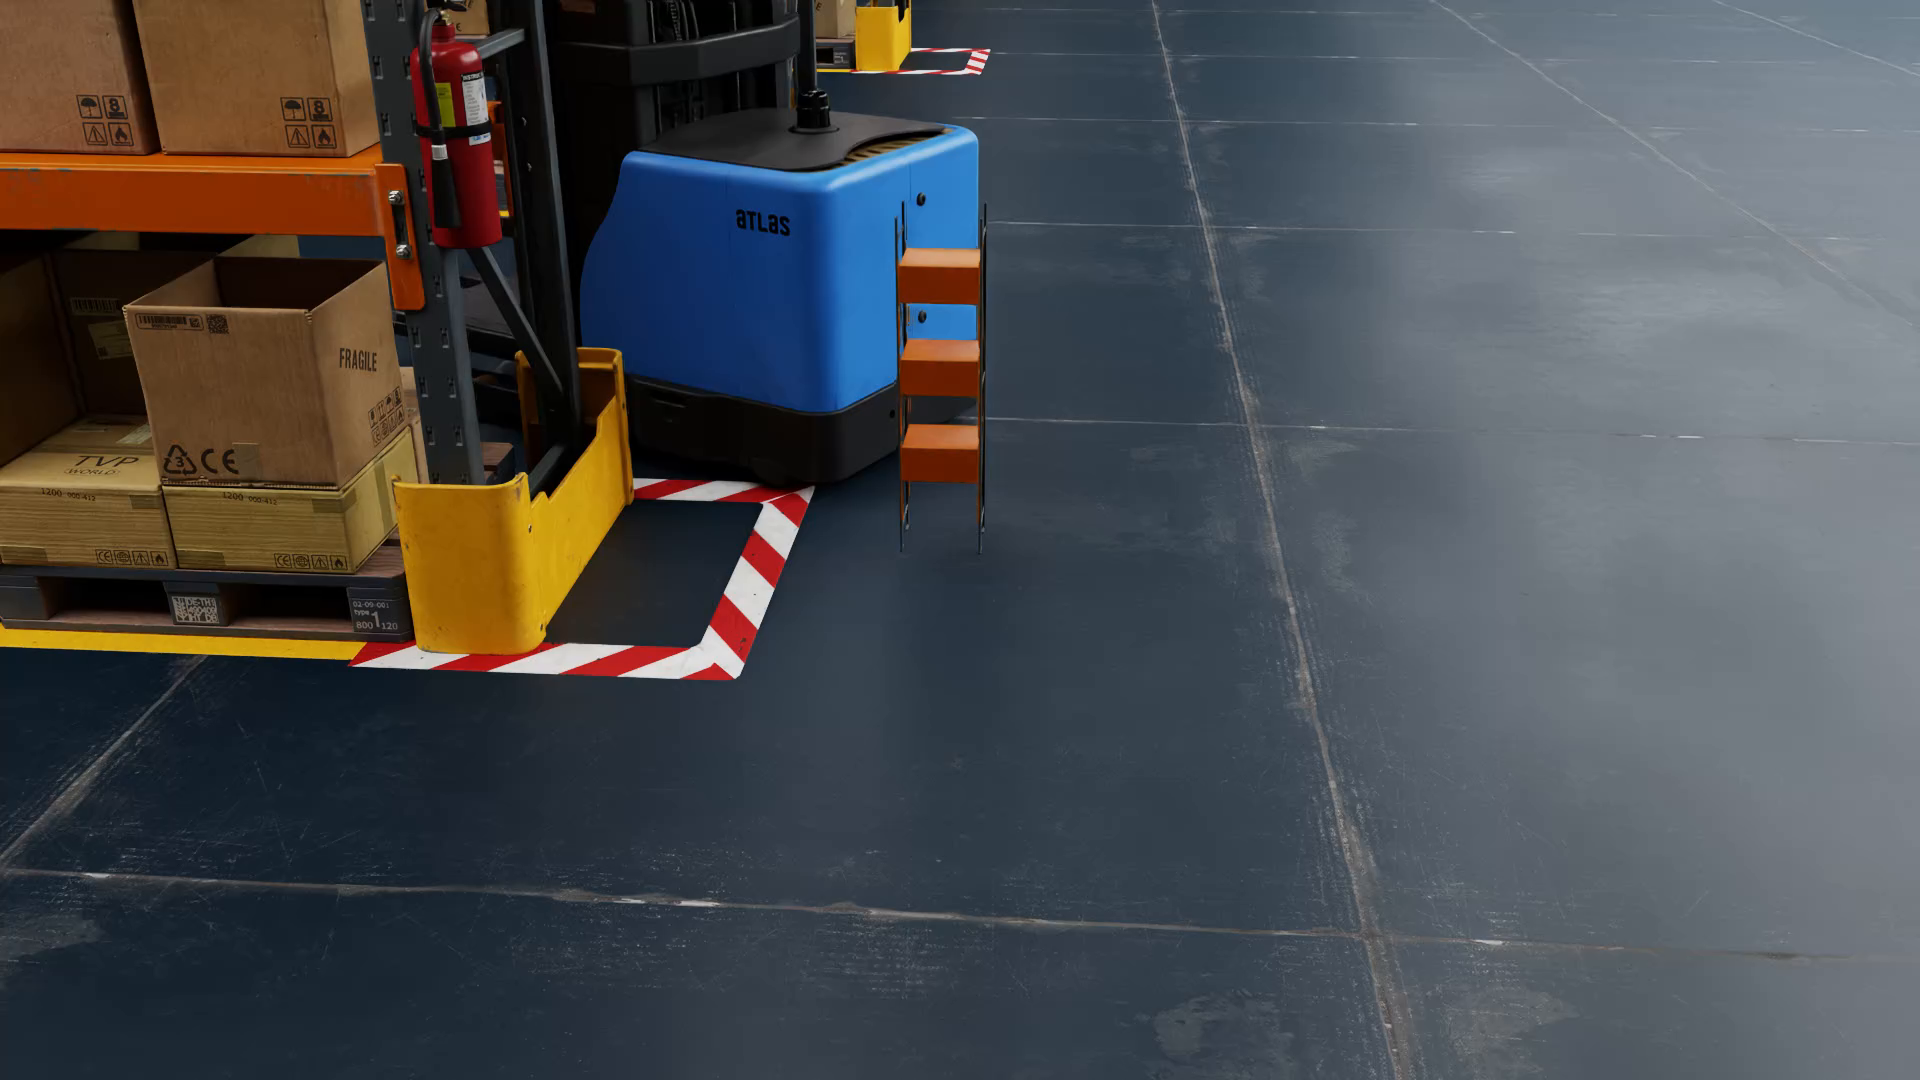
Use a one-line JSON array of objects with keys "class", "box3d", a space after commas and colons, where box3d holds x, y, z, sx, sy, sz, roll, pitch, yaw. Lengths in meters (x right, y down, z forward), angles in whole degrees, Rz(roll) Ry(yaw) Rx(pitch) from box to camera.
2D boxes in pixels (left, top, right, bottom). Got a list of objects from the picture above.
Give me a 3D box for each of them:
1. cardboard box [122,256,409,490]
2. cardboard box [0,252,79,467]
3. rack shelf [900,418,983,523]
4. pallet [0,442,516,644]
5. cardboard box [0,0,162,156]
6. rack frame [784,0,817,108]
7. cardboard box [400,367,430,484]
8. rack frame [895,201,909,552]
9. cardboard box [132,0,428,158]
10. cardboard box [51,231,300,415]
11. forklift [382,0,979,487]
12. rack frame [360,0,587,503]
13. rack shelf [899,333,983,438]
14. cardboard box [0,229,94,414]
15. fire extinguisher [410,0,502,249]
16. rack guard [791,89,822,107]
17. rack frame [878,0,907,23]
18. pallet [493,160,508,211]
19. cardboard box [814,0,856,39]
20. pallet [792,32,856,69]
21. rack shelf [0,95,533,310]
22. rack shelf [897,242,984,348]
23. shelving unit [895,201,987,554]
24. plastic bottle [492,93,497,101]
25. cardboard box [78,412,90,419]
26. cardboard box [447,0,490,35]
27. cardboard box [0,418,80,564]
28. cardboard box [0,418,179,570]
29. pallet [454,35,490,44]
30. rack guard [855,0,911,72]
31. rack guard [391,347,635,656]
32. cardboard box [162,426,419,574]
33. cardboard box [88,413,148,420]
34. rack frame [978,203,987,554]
[{"class": "cardboard box", "box3d": [-1.882, -0.469, 4.570, 0.500, 0.500, 0.500, 2, 25, 4]}, {"class": "cardboard box", "box3d": [-2.880, -0.494, 4.626, 0.500, 0.500, 0.500, 2, 25, 4]}, {"class": "rack shelf", "box3d": [-0.053, -0.217, 5.155, 0.240, 0.259, 0.215, 2, 25, 4]}, {"class": "pallet", "box3d": [-2.090, -0.033, 5.070, 1.213, 0.211, 1.003, 2, 25, 4]}, {"class": "cardboard box", "box3d": [-2.313, -1.374, 4.527, 0.500, 0.500, 0.700, 2, 25, 5]}, {"class": "rack frame", "box3d": [-0.941, -3.357, 8.958, 0.127, 3.000, 1.000, 2, 25, 4]}, {"class": "cardboard box", "box3d": [-1.842, -0.345, 5.198, 0.500, 0.250, 0.500, 2, 25, 4]}, {"class": "rack frame", "box3d": [-0.175, -0.483, 5.043, 0.008, 1.050, 0.200, 2, 25, 4]}, {"class": "cardboard box", "box3d": [-1.789, -1.359, 4.495, 0.500, 0.500, 0.700, 2, 25, 4]}, {"class": "cardboard box", "box3d": [-2.341, -0.701, 5.074, 0.500, 0.500, 0.500, 2, 25, 4]}, {"class": "forklift", "box3d": [-1.445, -1.955, 5.991, 3.031, 2.935, 1.130, 14, 28, 28]}, {"class": "rack frame", "box3d": [-1.324, -1.293, 4.472, 0.127, 3.000, 1.000, 2, 25, 4]}, {"class": "rack shelf", "box3d": [-0.053, -0.469, 5.039, 0.240, 0.259, 0.215, 2, 25, 4]}, {"class": "cardboard box", "box3d": [-2.840, -0.711, 5.097, 0.500, 0.500, 0.500, 2, 25, 4]}, {"class": "fire extinguisher", "box3d": [-1.242, -1.061, 4.059, 0.183, 0.674, 0.296, 2, 25, 4]}, {"class": "rack guard", "box3d": [-1.021, -2.205, 9.443, 0.348, 0.500, 1.175, 2, 25, 4]}, {"class": "rack frame", "box3d": [-0.562, -5.422, 13.444, 0.127, 3.000, 1.000, 2, 25, 4]}, {"class": "pallet", "box3d": [-3.044, -2.142, 9.652, 1.213, 0.211, 1.003, 2, 25, 4]}, {"class": "cardboard box", "box3d": [-1.184, -4.504, 13.938, 0.500, 0.500, 0.500, 6, 25, 14]}, {"class": "pallet", "box3d": [-1.445, -4.198, 14.121, 1.213, 0.211, 1.003, 2, 25, 4]}, {"class": "rack shelf", "box3d": [-3.319, -1.030, 4.761, 4.000, 0.370, 1.077, 2, 25, 4]}, {"class": "rack shelf", "box3d": [-0.053, -0.727, 4.920, 0.240, 0.259, 0.215, 2, 25, 4]}, {"class": "shelving unit", "box3d": [-0.053, -0.479, 5.034, 0.252, 1.050, 0.215, 2, 25, 4]}, {"class": "plastic bottle", "box3d": [-2.725, -2.506, 9.845, 0.097, 0.271, 0.097, 0, 25, 0]}, {"class": "cardboard box", "box3d": [-2.839, -0.375, 5.264, 0.500, 0.250, 0.500, 2, 25, 4]}, {"class": "cardboard box", "box3d": [-4.155, -4.576, 14.093, 0.500, 0.500, 0.500, 1, 25, 2]}, {"class": "cardboard box", "box3d": [-2.880, -0.155, 4.786, 0.500, 0.250, 0.500, 2, 25, 4]}, {"class": "cardboard box", "box3d": [-2.381, -0.140, 4.752, 0.500, 0.250, 0.500, 2, 25, 4]}, {"class": "pallet", "box3d": [-3.878, -4.276, 14.291, 1.213, 0.211, 1.003, 2, 25, 4]}, {"class": "rack guard", "box3d": [-0.638, -4.289, 13.972, 0.348, 0.500, 1.175, 2, 25, 4]}, {"class": "rack guard", "box3d": [-1.300, -0.157, 4.993, 0.348, 0.500, 1.175, 2, 25, 4]}, {"class": "cardboard box", "box3d": [-1.882, -0.129, 4.728, 0.500, 0.250, 0.500, 2, 25, 4]}, {"class": "cardboard box", "box3d": [-2.341, -0.359, 5.229, 0.500, 0.250, 0.500, 2, 25, 4]}, {"class": "rack frame", "box3d": [0.068, -0.475, 5.026, 0.008, 1.050, 0.200, 2, 25, 4]}]
